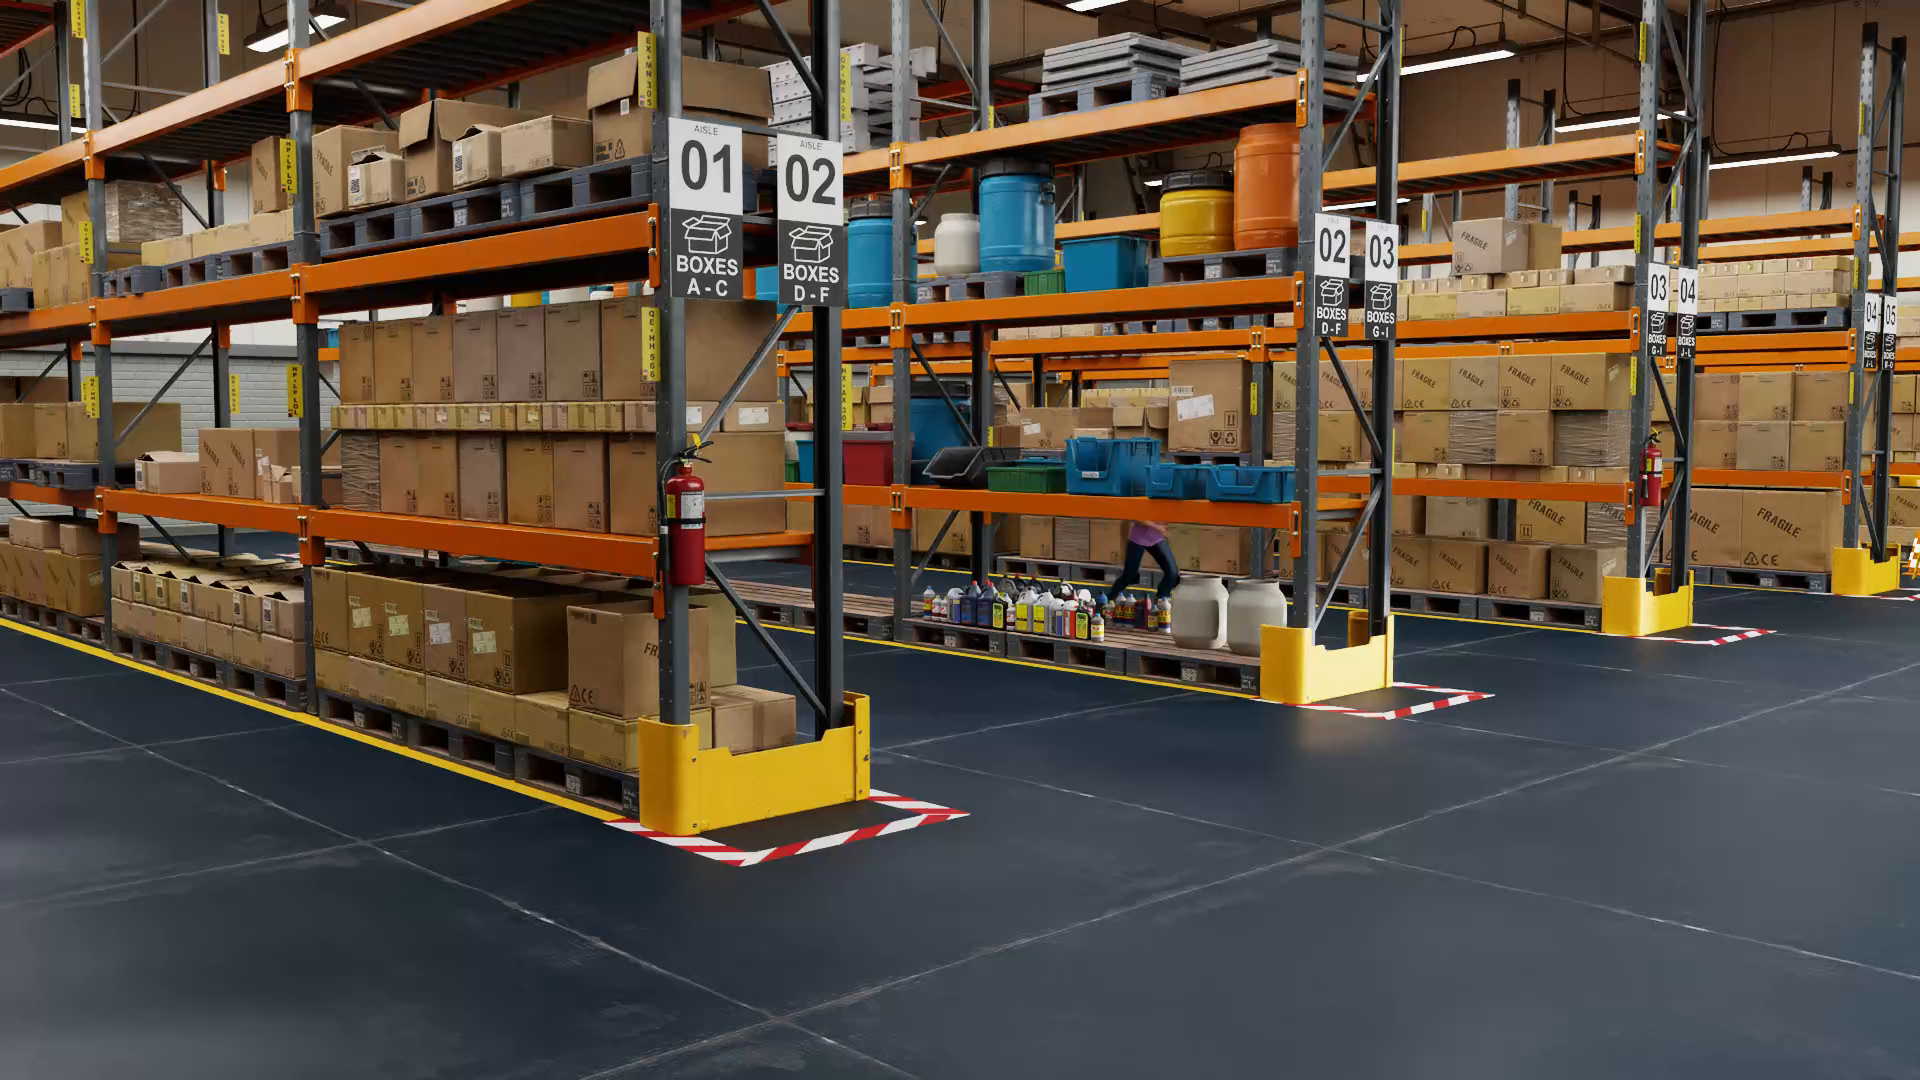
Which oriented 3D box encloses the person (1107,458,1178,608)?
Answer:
[{"bbox_3d":[1.680,0.006,15.091,0.529,1.514,0.858,-3,5,-37],"label":"person"}]
